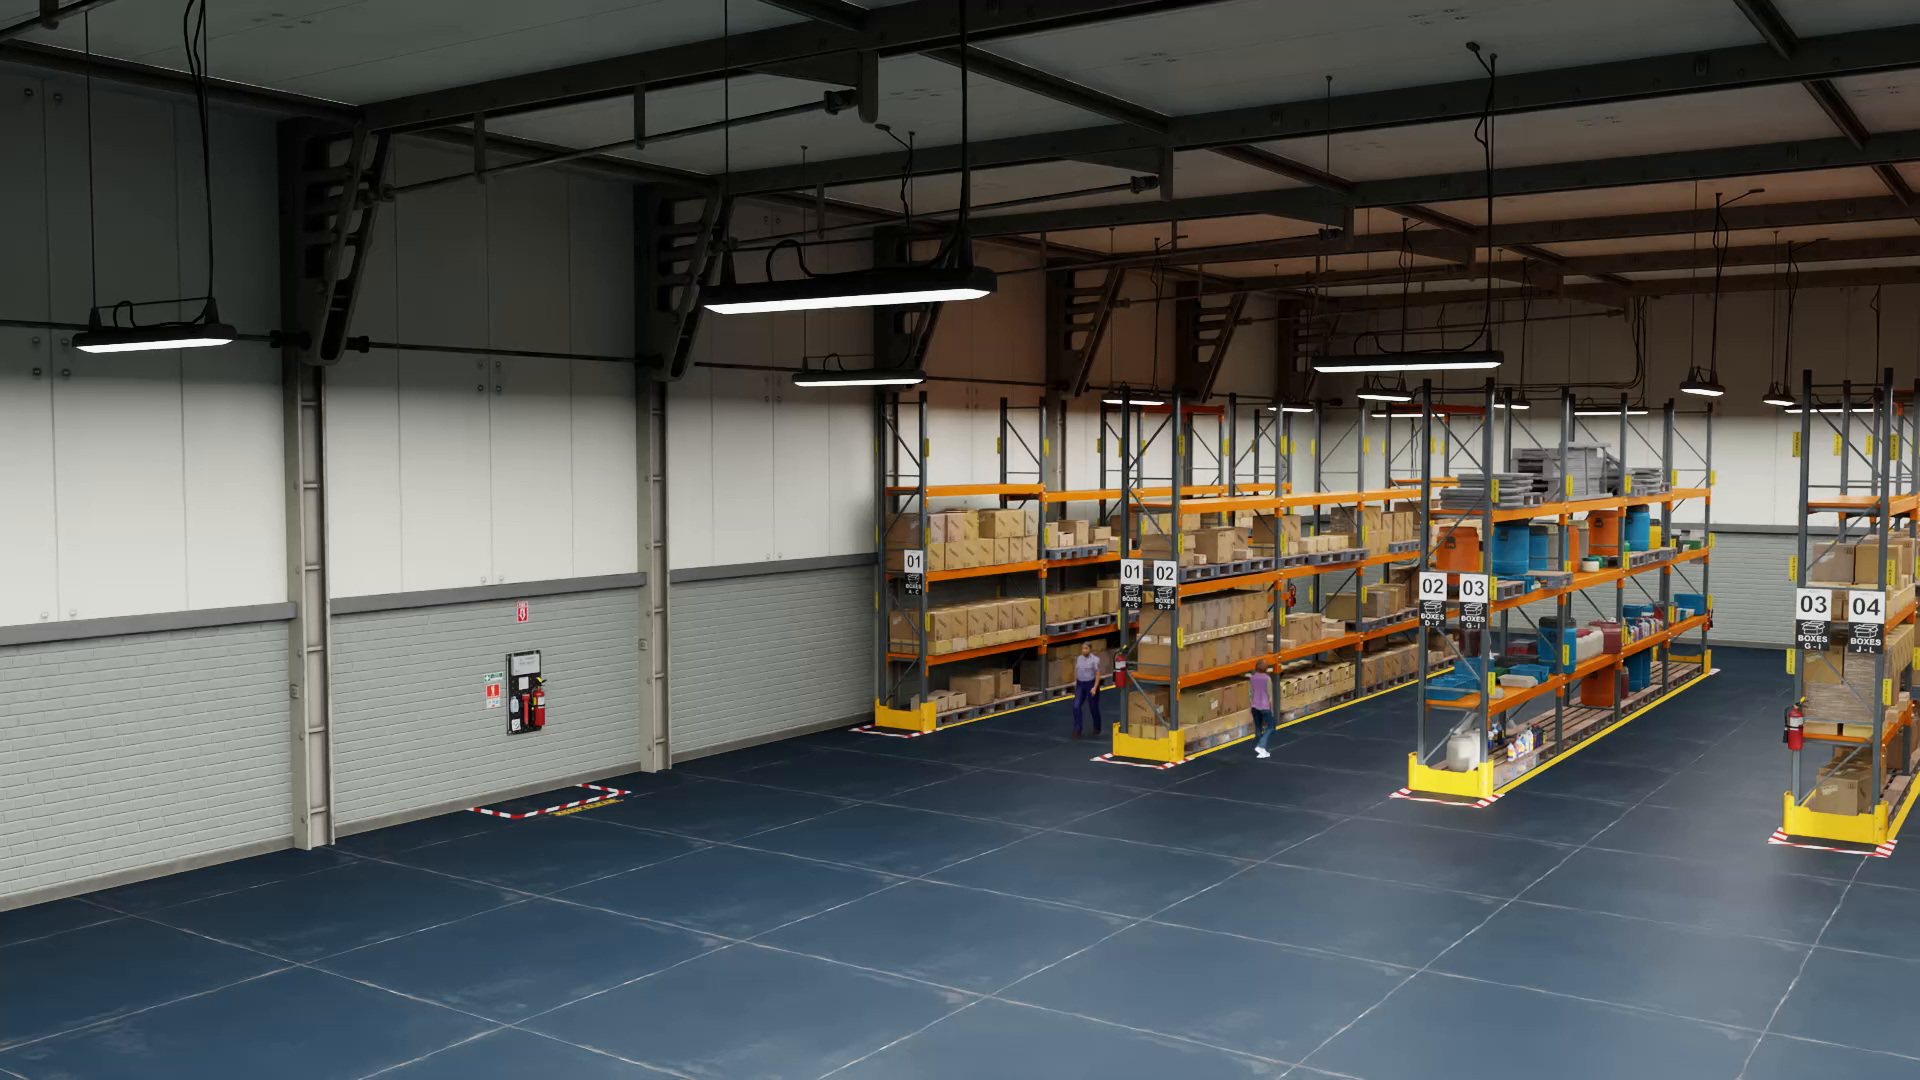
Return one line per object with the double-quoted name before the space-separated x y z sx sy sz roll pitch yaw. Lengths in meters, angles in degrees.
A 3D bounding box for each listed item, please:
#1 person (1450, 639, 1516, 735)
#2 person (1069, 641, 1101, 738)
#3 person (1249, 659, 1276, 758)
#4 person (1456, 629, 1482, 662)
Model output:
"person" 9.062 2.532 28.724 1.120 1.723 0.656 1 3 17
"person" 2.198 2.588 28.845 0.534 1.669 0.652 2 4 35
"person" 4.836 2.725 26.749 0.462 1.596 0.480 3 4 39
"person" 10.309 2.253 33.448 0.566 1.689 1.081 2 4 31
